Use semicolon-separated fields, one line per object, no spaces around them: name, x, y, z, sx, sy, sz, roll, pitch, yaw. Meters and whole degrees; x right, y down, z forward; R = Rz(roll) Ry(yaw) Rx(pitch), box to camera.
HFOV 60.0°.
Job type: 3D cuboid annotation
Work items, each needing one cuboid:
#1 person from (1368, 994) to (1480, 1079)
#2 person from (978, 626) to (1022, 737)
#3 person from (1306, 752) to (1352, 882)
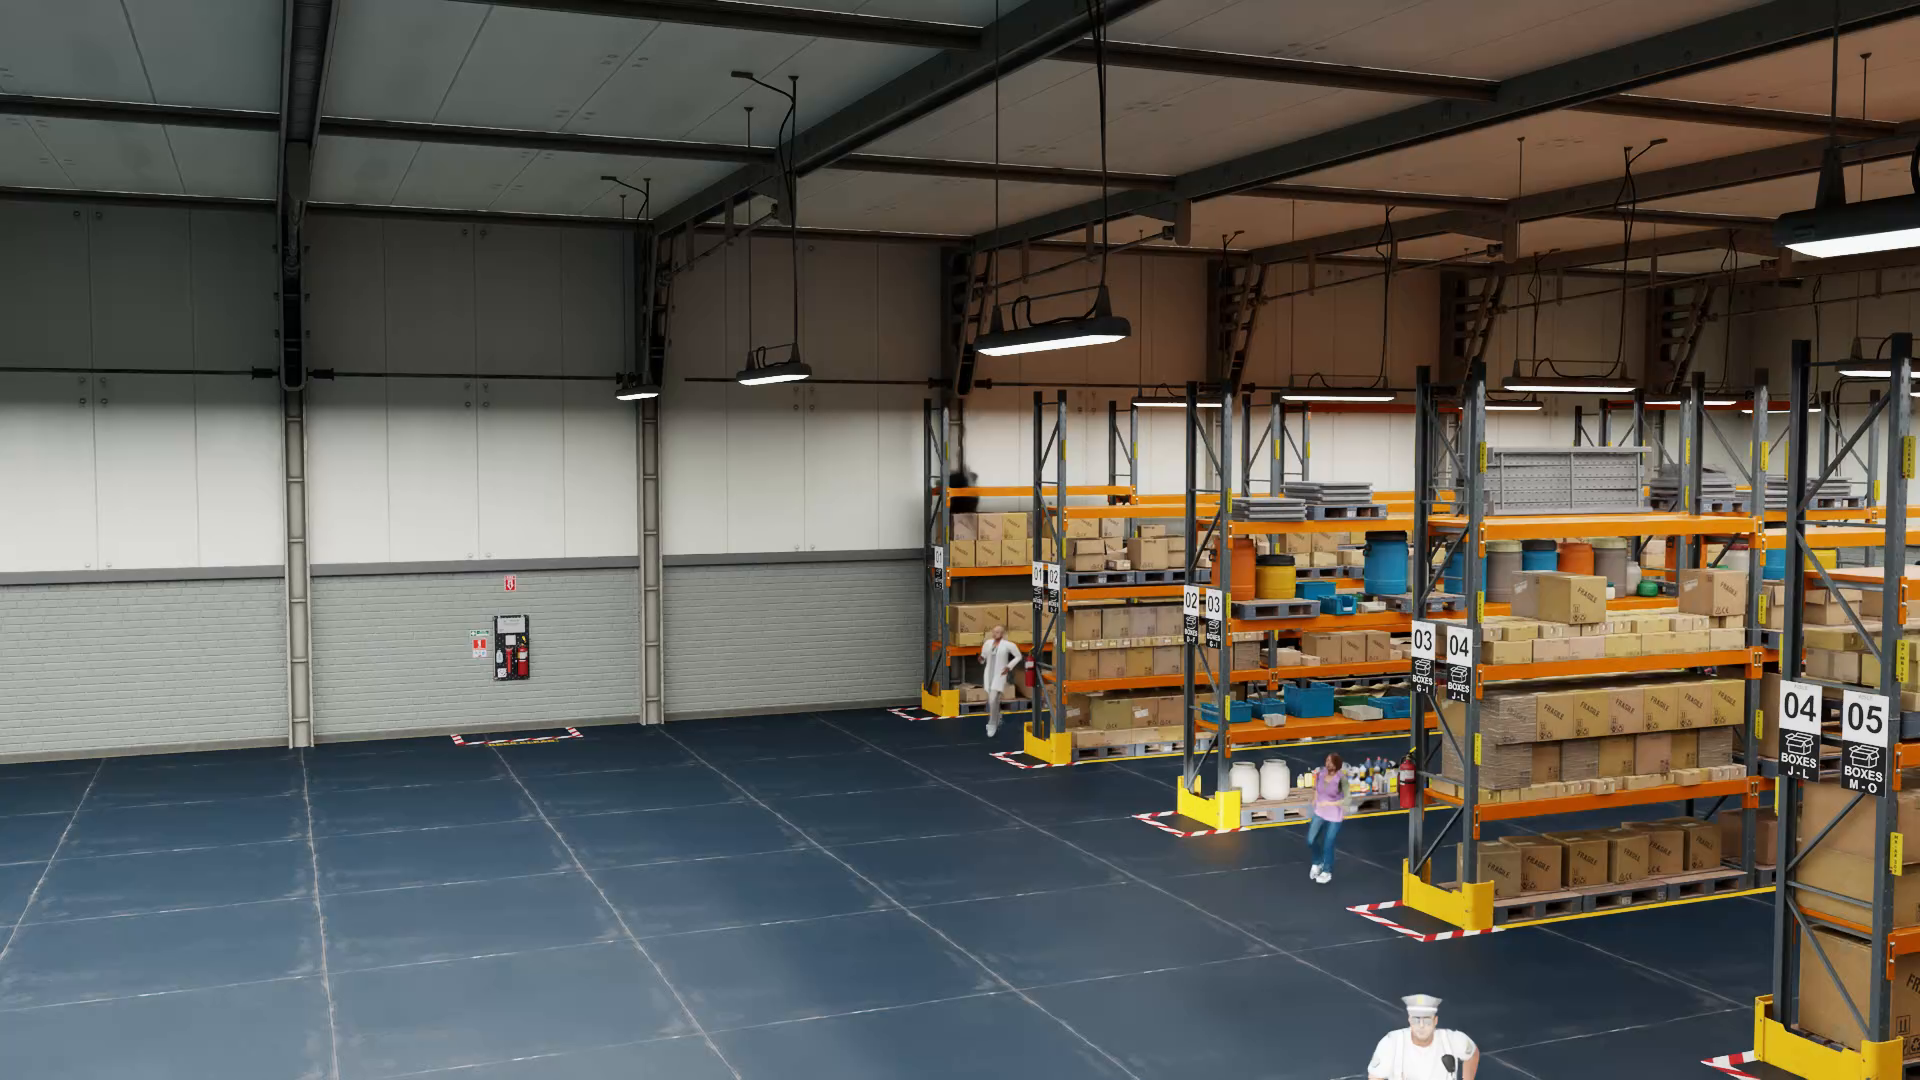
person;2.880;3.690;10.360;0.643;1.866;0.884;1;4;21
person;0.616;2.383;28.055;0.708;1.871;0.769;2;4;36
person;4.318;3.248;19.399;0.545;1.568;0.525;3;4;40
